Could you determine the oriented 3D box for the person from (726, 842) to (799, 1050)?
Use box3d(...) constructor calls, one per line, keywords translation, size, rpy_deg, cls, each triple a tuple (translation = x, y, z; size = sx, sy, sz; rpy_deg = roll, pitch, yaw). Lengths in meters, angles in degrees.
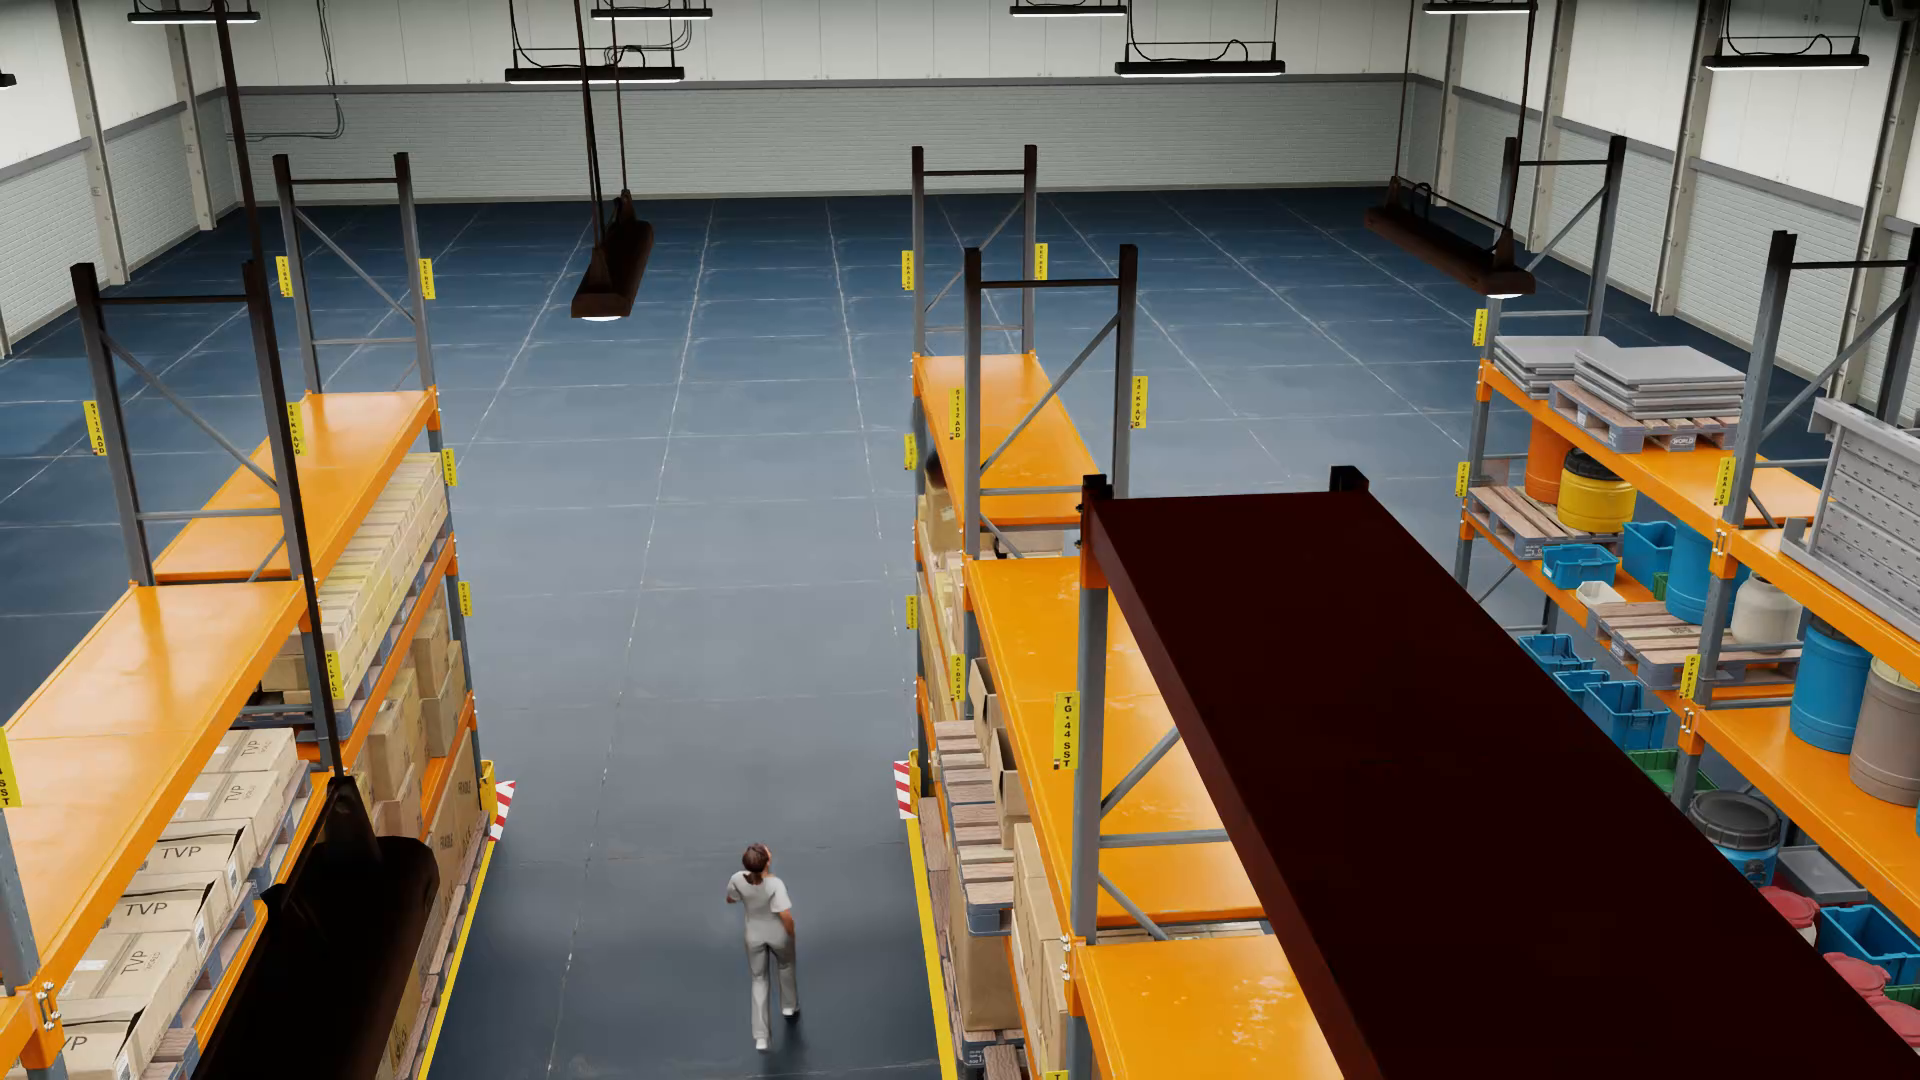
box3d(translation=(-1.433, 2.913, 12.047), size=(0.515, 1.693, 0.830), rpy_deg=(-1, 22, -1), cls="person")
